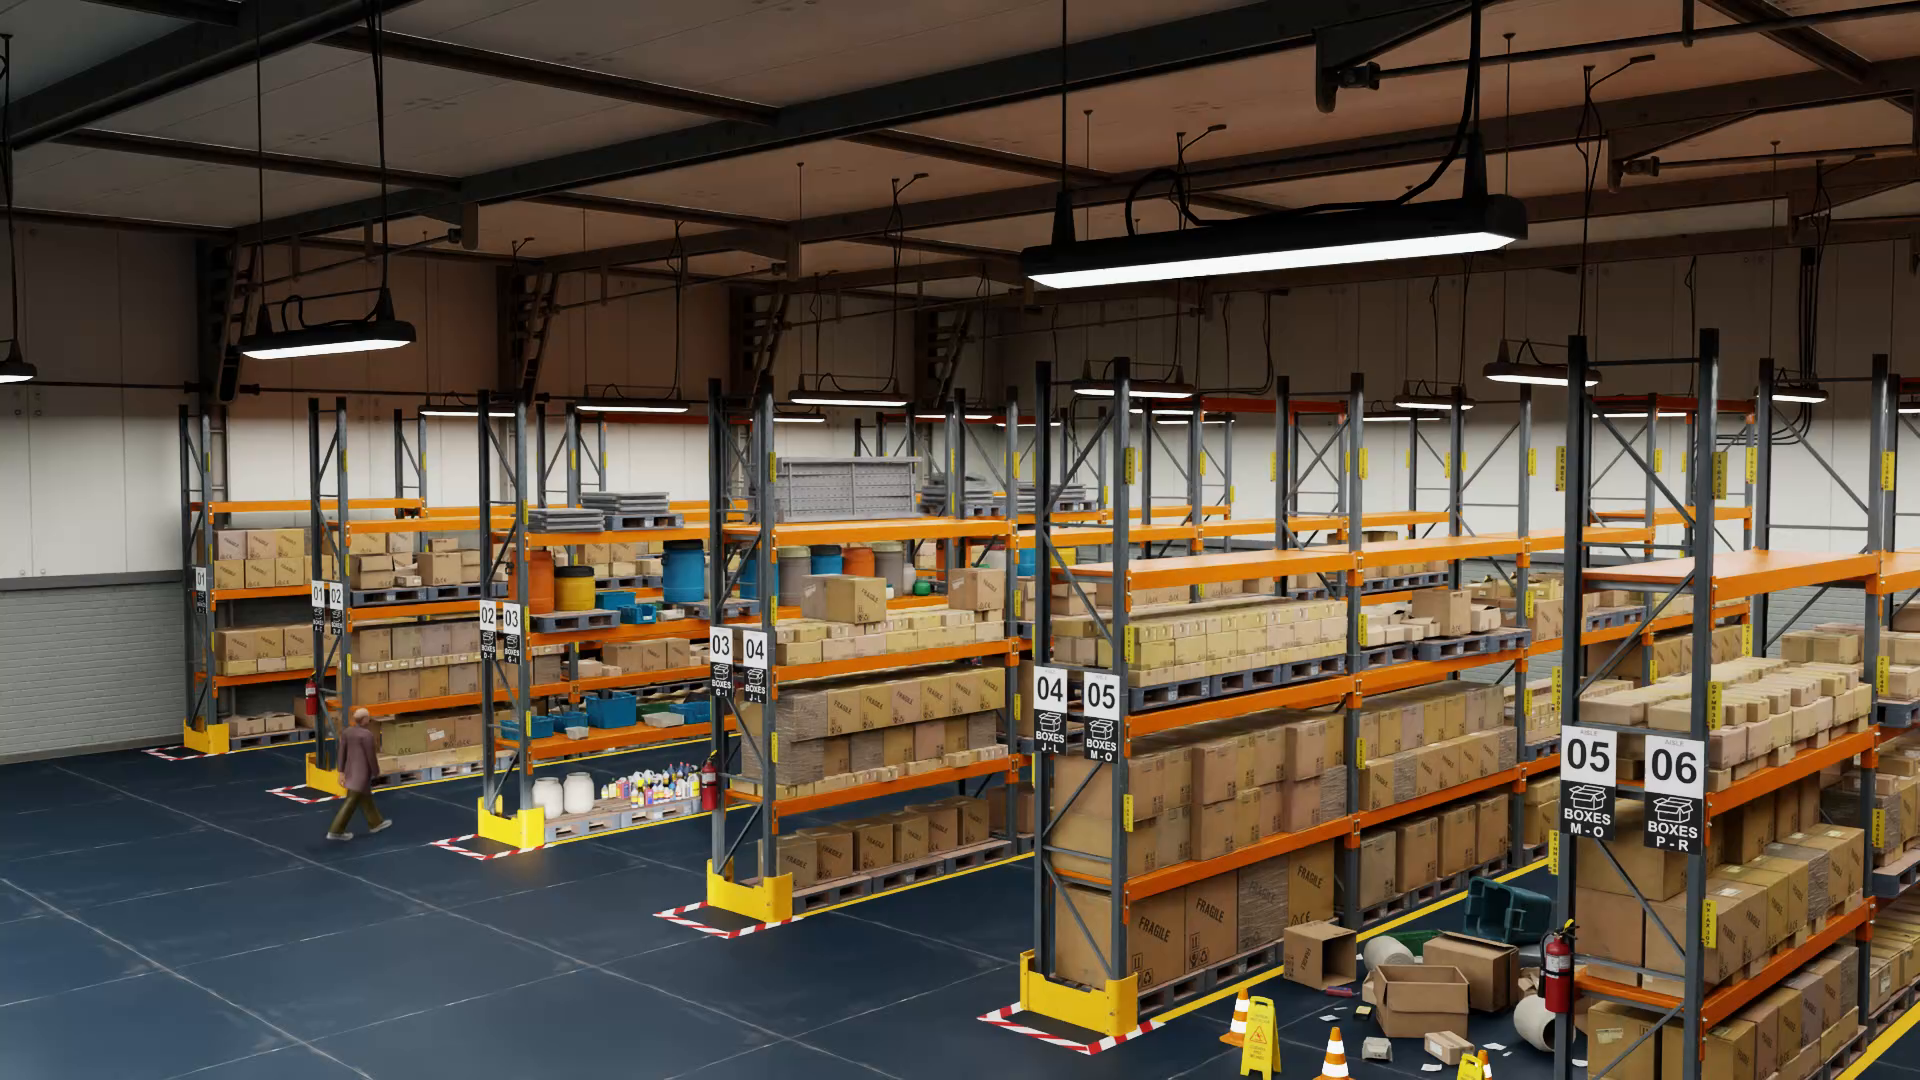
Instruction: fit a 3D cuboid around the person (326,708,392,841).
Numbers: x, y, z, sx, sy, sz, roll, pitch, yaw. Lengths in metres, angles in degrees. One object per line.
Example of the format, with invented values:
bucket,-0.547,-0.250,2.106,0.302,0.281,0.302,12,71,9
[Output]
person,-8.005,3.109,22.212,0.580,1.723,1.116,2,4,37
